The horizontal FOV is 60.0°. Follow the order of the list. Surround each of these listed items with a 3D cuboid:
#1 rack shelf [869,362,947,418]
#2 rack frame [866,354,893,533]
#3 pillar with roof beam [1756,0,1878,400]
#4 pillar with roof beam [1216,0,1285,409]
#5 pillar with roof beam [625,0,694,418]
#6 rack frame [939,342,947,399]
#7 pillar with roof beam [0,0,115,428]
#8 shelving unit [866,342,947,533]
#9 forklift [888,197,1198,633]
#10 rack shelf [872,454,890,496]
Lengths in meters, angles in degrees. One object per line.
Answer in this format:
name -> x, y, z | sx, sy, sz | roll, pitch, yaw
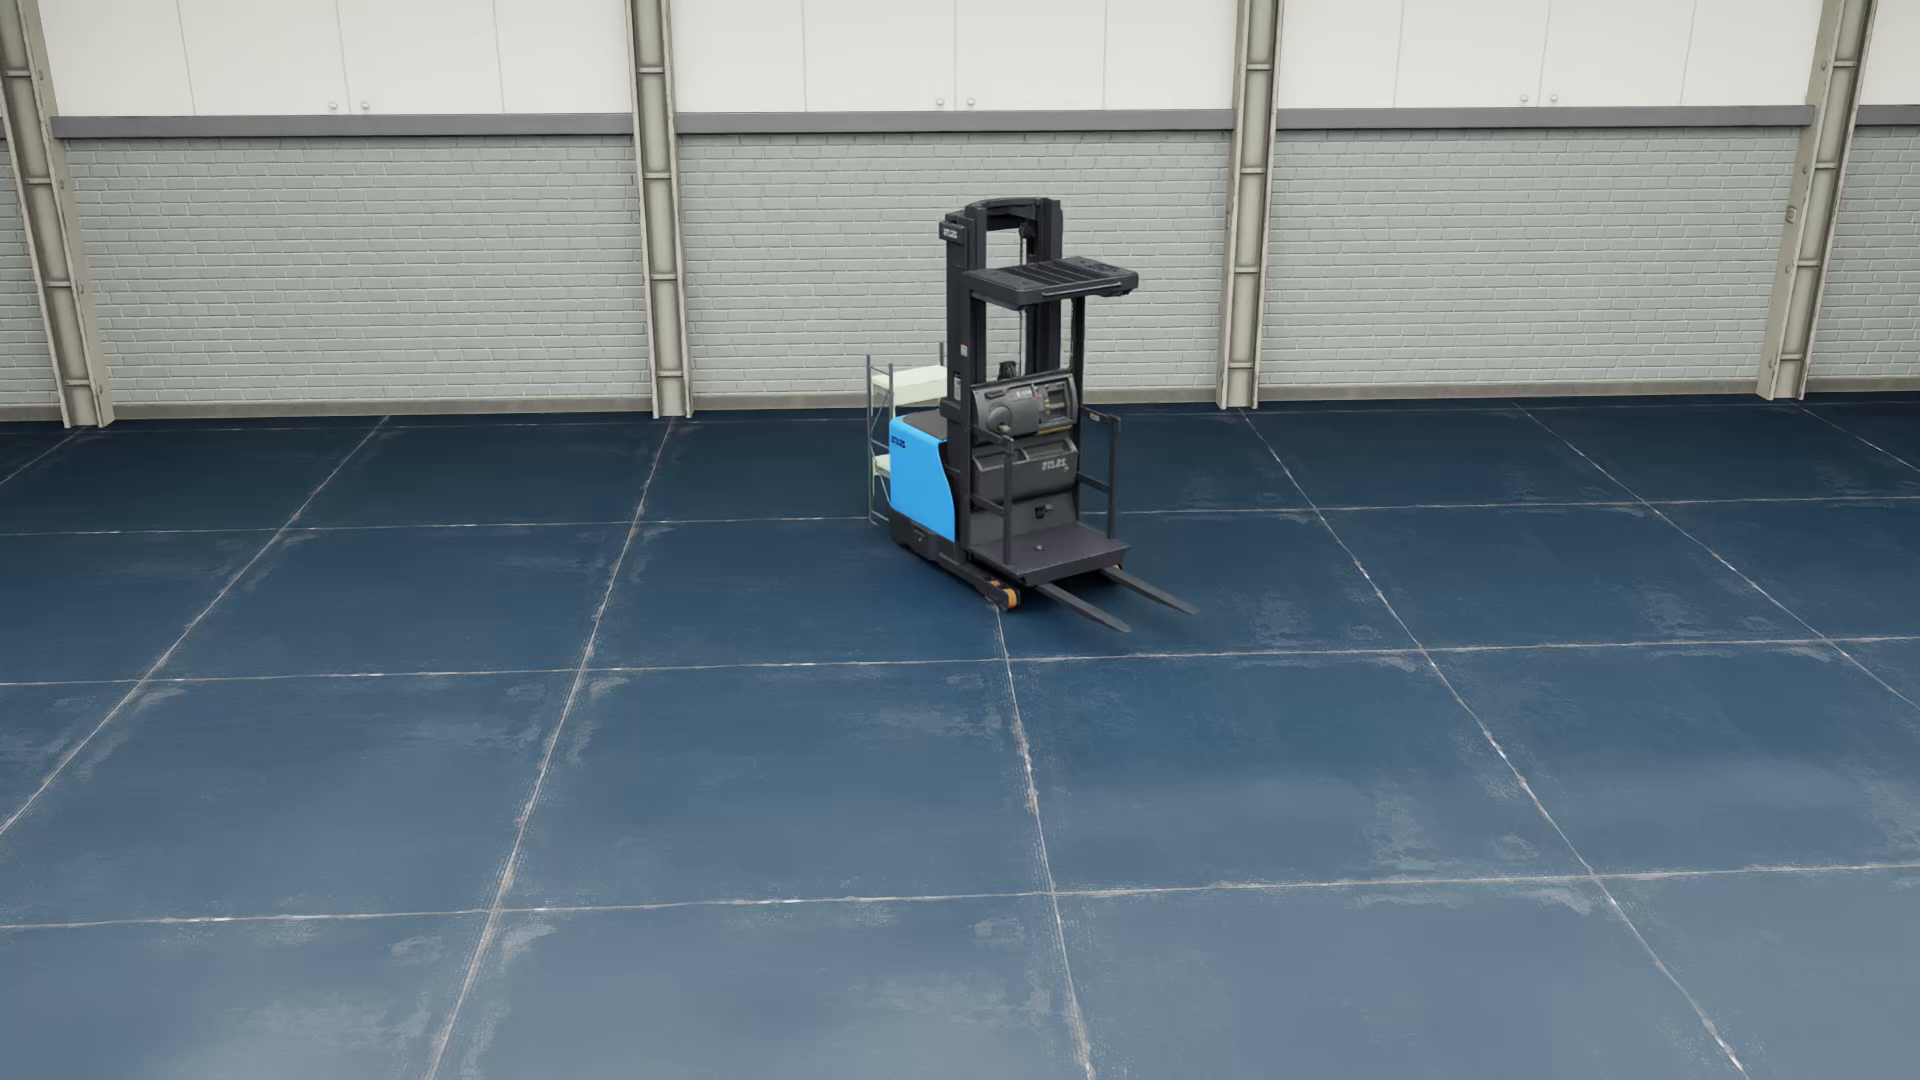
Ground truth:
rack shelf -> -0.363, -1.239, 14.103 | 0.720, 0.370, 0.431 | -13, 25, -31
rack frame -> -0.668, -0.803, 14.052 | 0.023, 1.500, 0.400 | -13, 25, -31
pillar with roof beam -> 9.204, -4.252, 12.574 | 0.400, 9.000, 9.100 | -1, 21, -3
pillar with roof beam -> 3.214, -4.130, 12.254 | 0.400, 9.000, 9.100 | -1, 21, -3
pillar with roof beam -> -2.776, -4.009, 11.934 | 0.400, 9.000, 9.100 | -1, 21, -3
rack frame -> -0.058, -0.947, 14.431 | 0.023, 1.500, 0.400 | -13, 25, -31
pillar with roof beam -> -8.766, -3.887, 11.614 | 0.400, 9.000, 9.100 | -1, 21, -3
shelving unit -> -0.363, -0.875, 14.242 | 0.755, 1.500, 0.431 | -13, 25, -31
forklift -> 0.625, -1.027, 12.632 | 1.130, 2.935, 3.031 | -13, 24, -31
rack shelf -> -0.363, -0.570, 14.358 | 0.720, 0.370, 0.431 | -13, 25, -31
